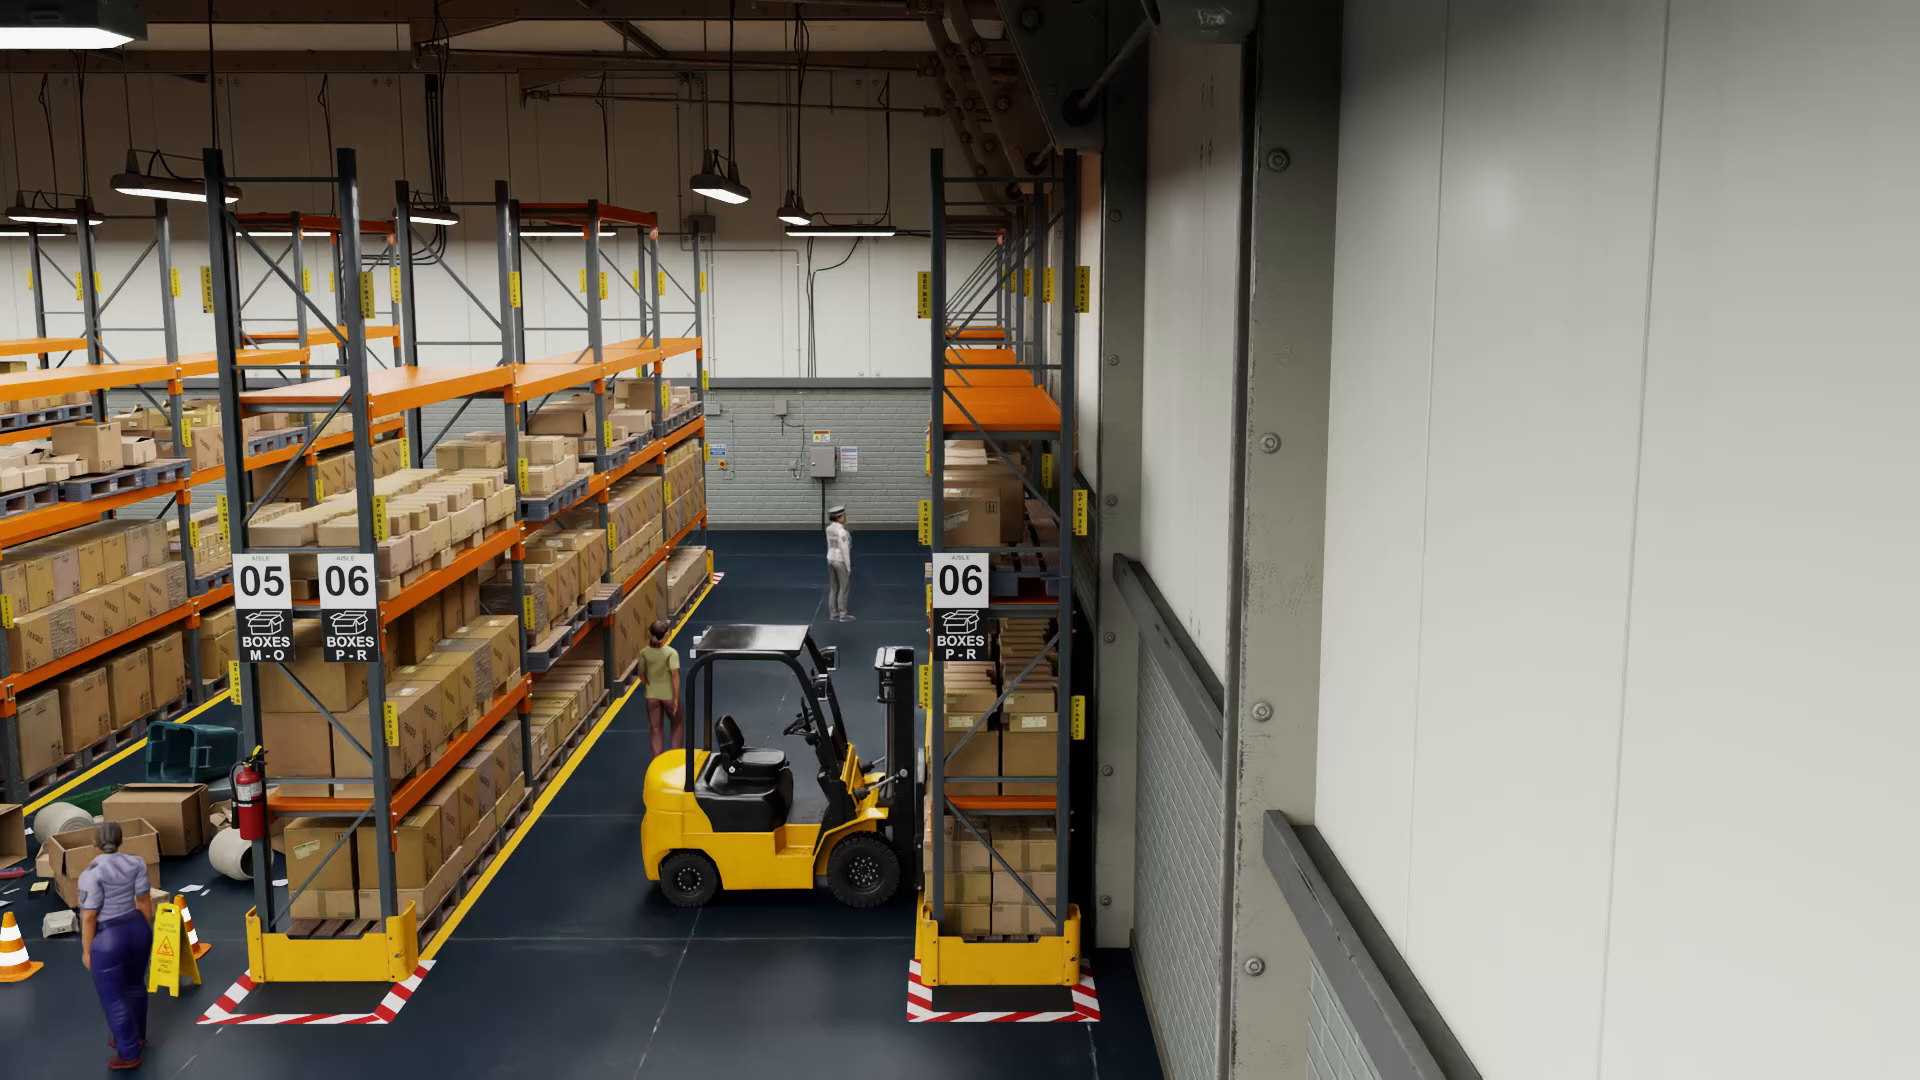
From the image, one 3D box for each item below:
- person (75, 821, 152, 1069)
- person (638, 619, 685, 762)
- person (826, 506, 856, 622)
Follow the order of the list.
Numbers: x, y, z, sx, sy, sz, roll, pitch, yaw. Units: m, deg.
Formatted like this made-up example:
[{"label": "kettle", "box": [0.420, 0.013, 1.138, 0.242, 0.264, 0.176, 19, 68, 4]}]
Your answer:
[{"label": "person", "box": [-5.588, 2.637, 10.907, 0.534, 1.661, 0.493, 4, 10, 21]}, {"label": "person", "box": [-3.050, 1.641, 16.962, 0.440, 1.693, 0.676, 0, 9, -3]}, {"label": "person", "box": [-1.720, 0.339, 24.022, 0.372, 1.683, 0.539, -6, 11, -35]}]
